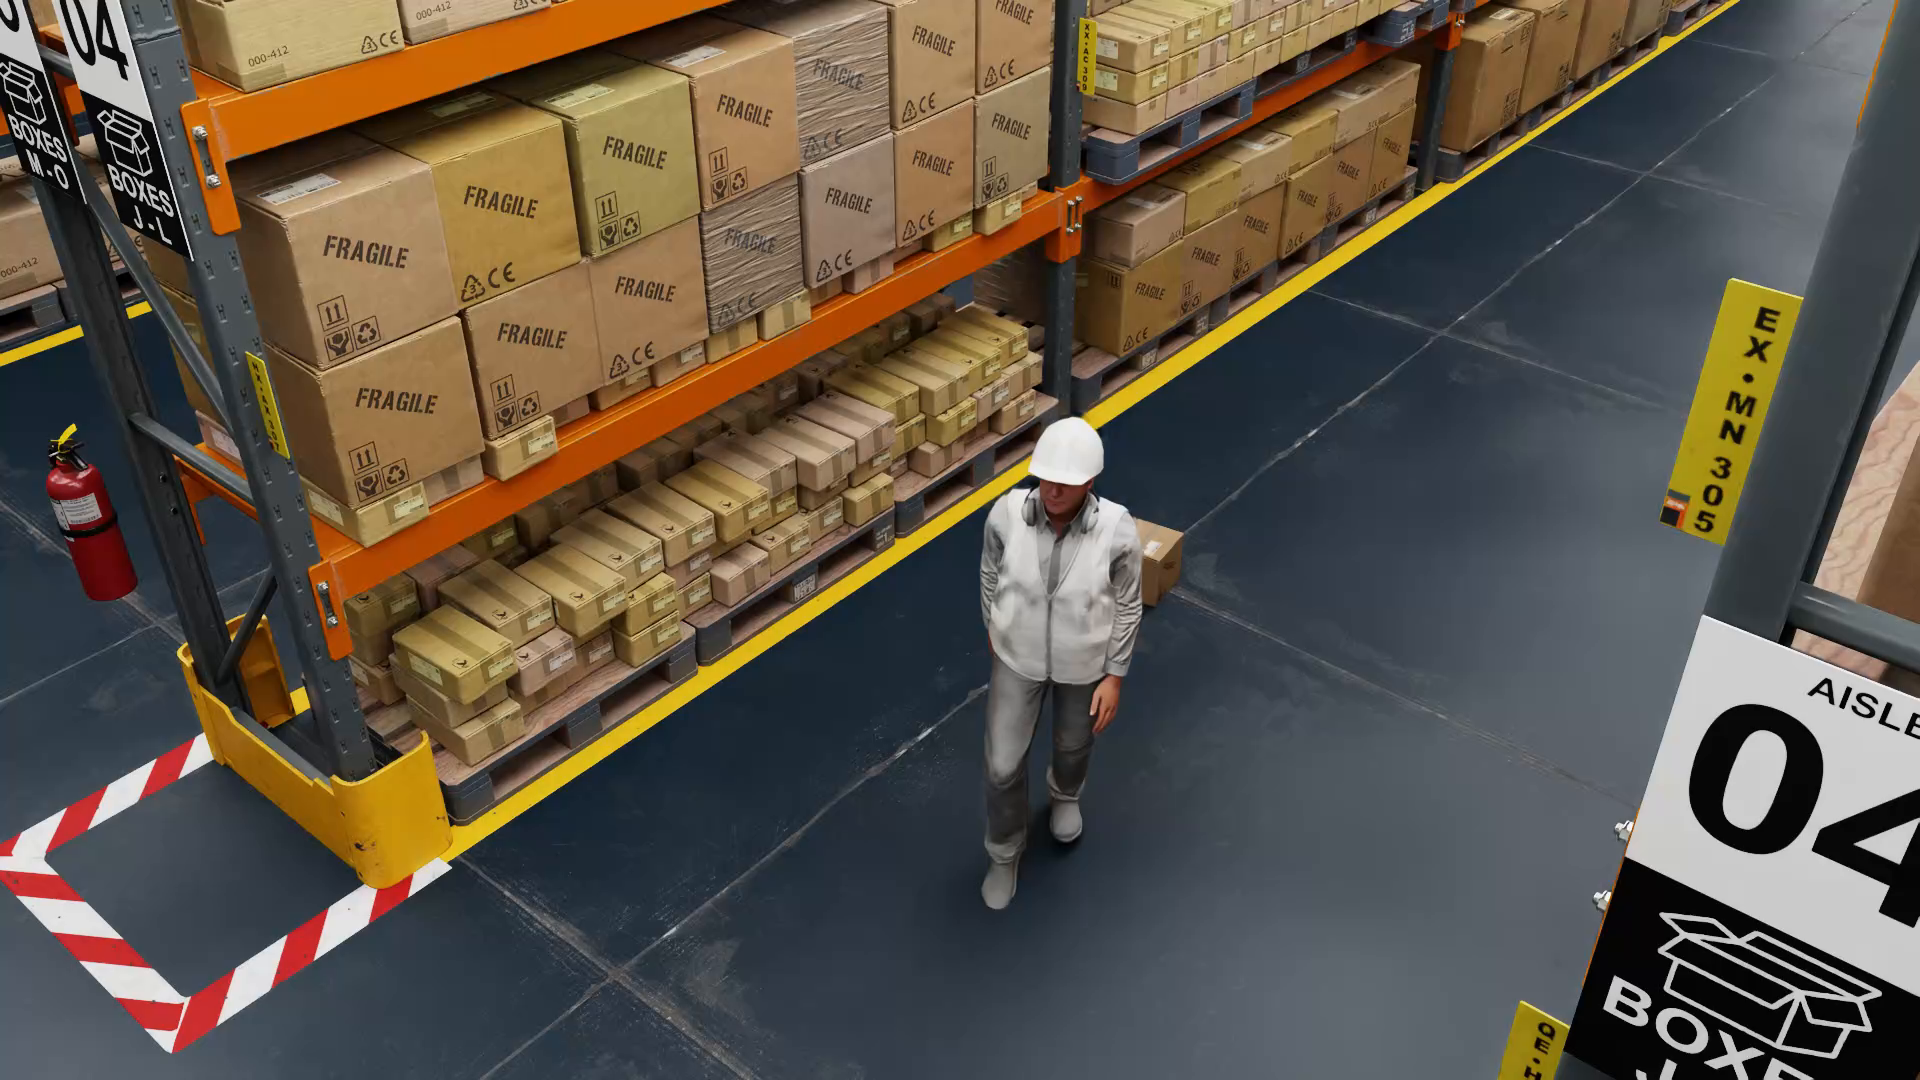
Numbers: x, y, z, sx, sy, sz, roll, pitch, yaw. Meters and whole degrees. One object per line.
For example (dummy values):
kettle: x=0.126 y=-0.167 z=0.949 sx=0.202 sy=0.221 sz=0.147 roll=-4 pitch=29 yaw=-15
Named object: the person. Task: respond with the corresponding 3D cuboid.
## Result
person: x=0.318 y=0.416 z=5.546 sx=0.551 sy=1.832 sz=0.629 roll=6 pitch=35 yaw=8
